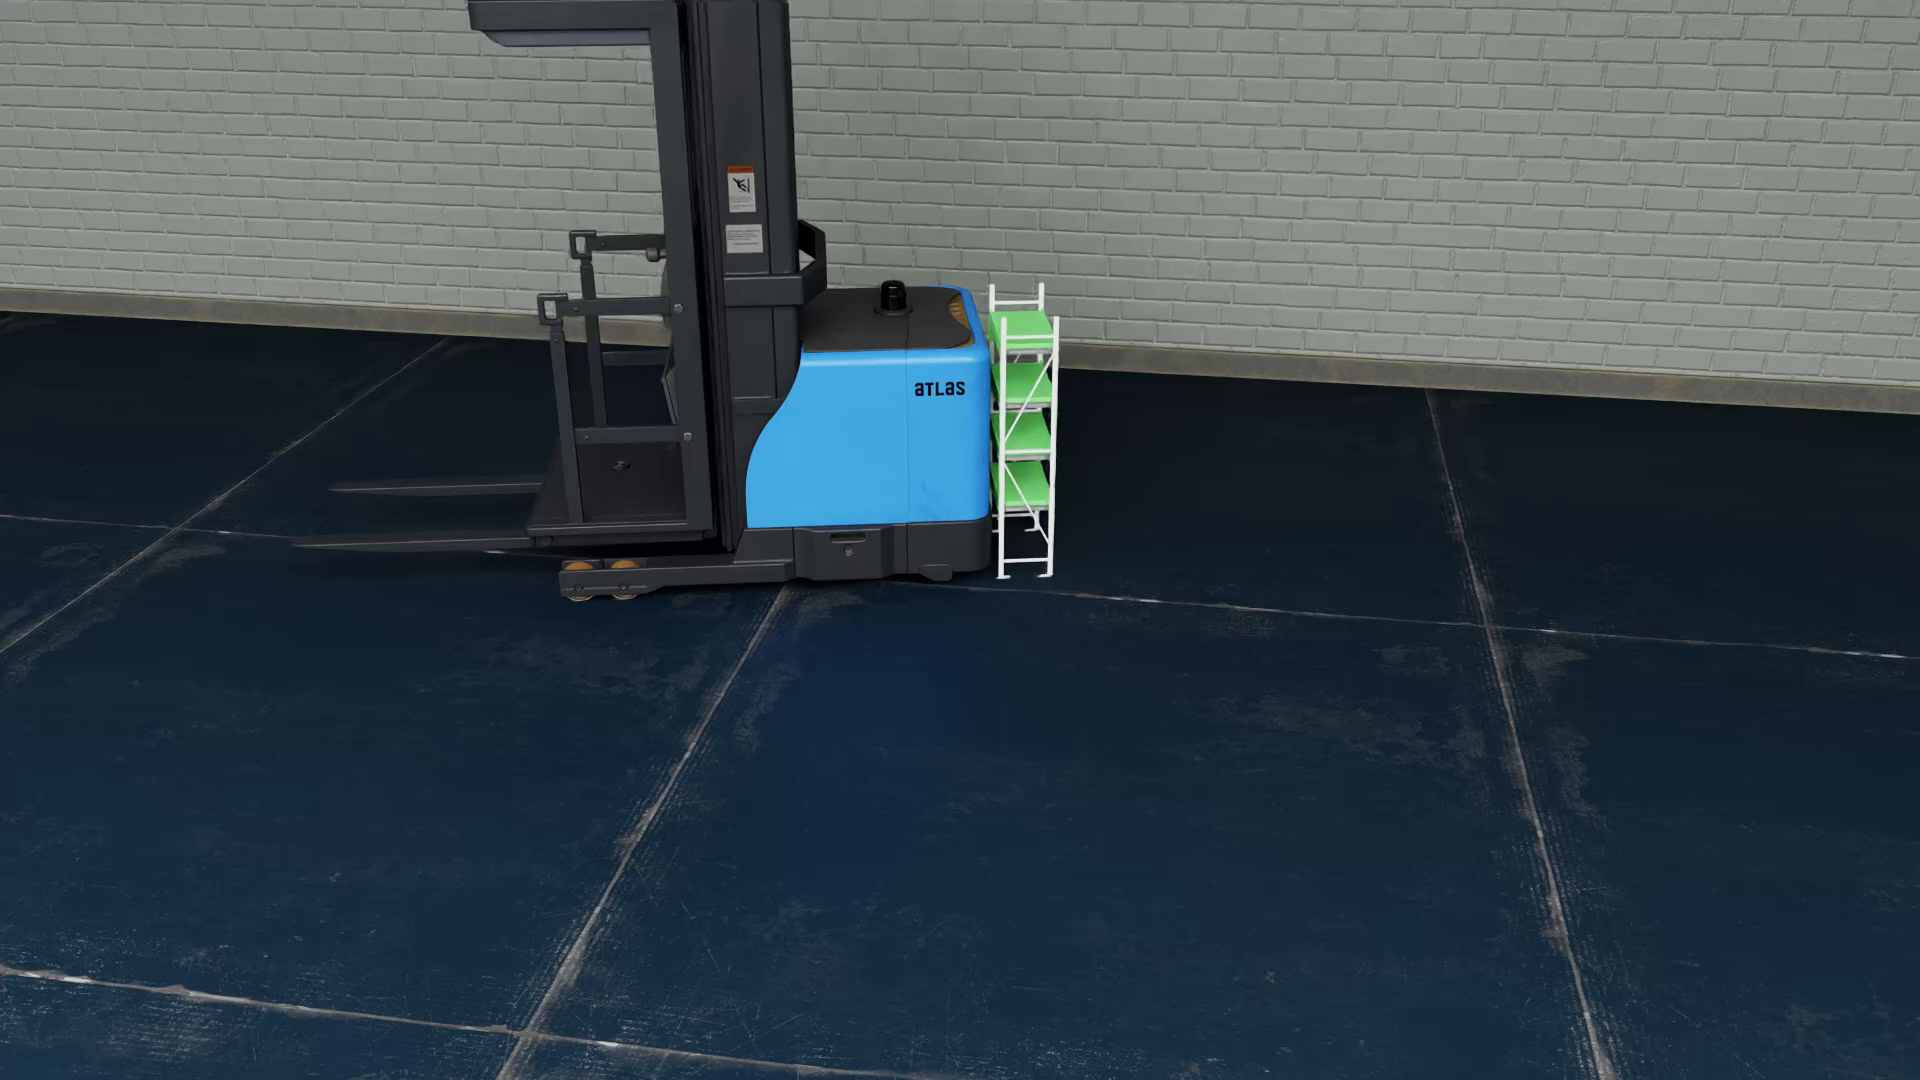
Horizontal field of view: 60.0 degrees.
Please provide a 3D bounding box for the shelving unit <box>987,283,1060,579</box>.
[{"bbox_3d":[0.271,-0.482,7.365,0.258,1.200,0.503,-2,25,-4],"label":"shelving unit"}]

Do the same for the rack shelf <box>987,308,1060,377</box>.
[{"bbox_3d":[0.271,-0.859,7.189,0.258,0.148,0.480,-2,25,-4],"label":"rack shelf"}]

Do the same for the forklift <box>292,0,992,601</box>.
[{"bbox_3d":[-1.404,-1.296,7.062,3.031,2.935,1.130,-2,25,-4],"label":"forklift"}]

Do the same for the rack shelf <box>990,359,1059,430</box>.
[{"bbox_3d":[0.271,-0.642,7.290,0.258,0.148,0.480,-2,25,-4],"label":"rack shelf"}]

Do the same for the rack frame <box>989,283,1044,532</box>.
[{"bbox_3d":[0.250,-0.585,7.585,0.240,1.200,0.015,-2,25,-4],"label":"rack frame"}]

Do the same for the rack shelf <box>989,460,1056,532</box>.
[{"bbox_3d":[0.270,-0.207,7.494,0.258,0.148,0.480,-2,25,-4],"label":"rack shelf"}]

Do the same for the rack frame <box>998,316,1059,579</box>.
[{"bbox_3d":[0.291,-0.379,7.145,0.240,1.200,0.015,-2,25,-4],"label":"rack frame"}]

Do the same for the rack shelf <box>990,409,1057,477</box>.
[{"bbox_3d":[0.271,-0.425,7.392,0.258,0.148,0.480,-2,25,-4],"label":"rack shelf"}]
